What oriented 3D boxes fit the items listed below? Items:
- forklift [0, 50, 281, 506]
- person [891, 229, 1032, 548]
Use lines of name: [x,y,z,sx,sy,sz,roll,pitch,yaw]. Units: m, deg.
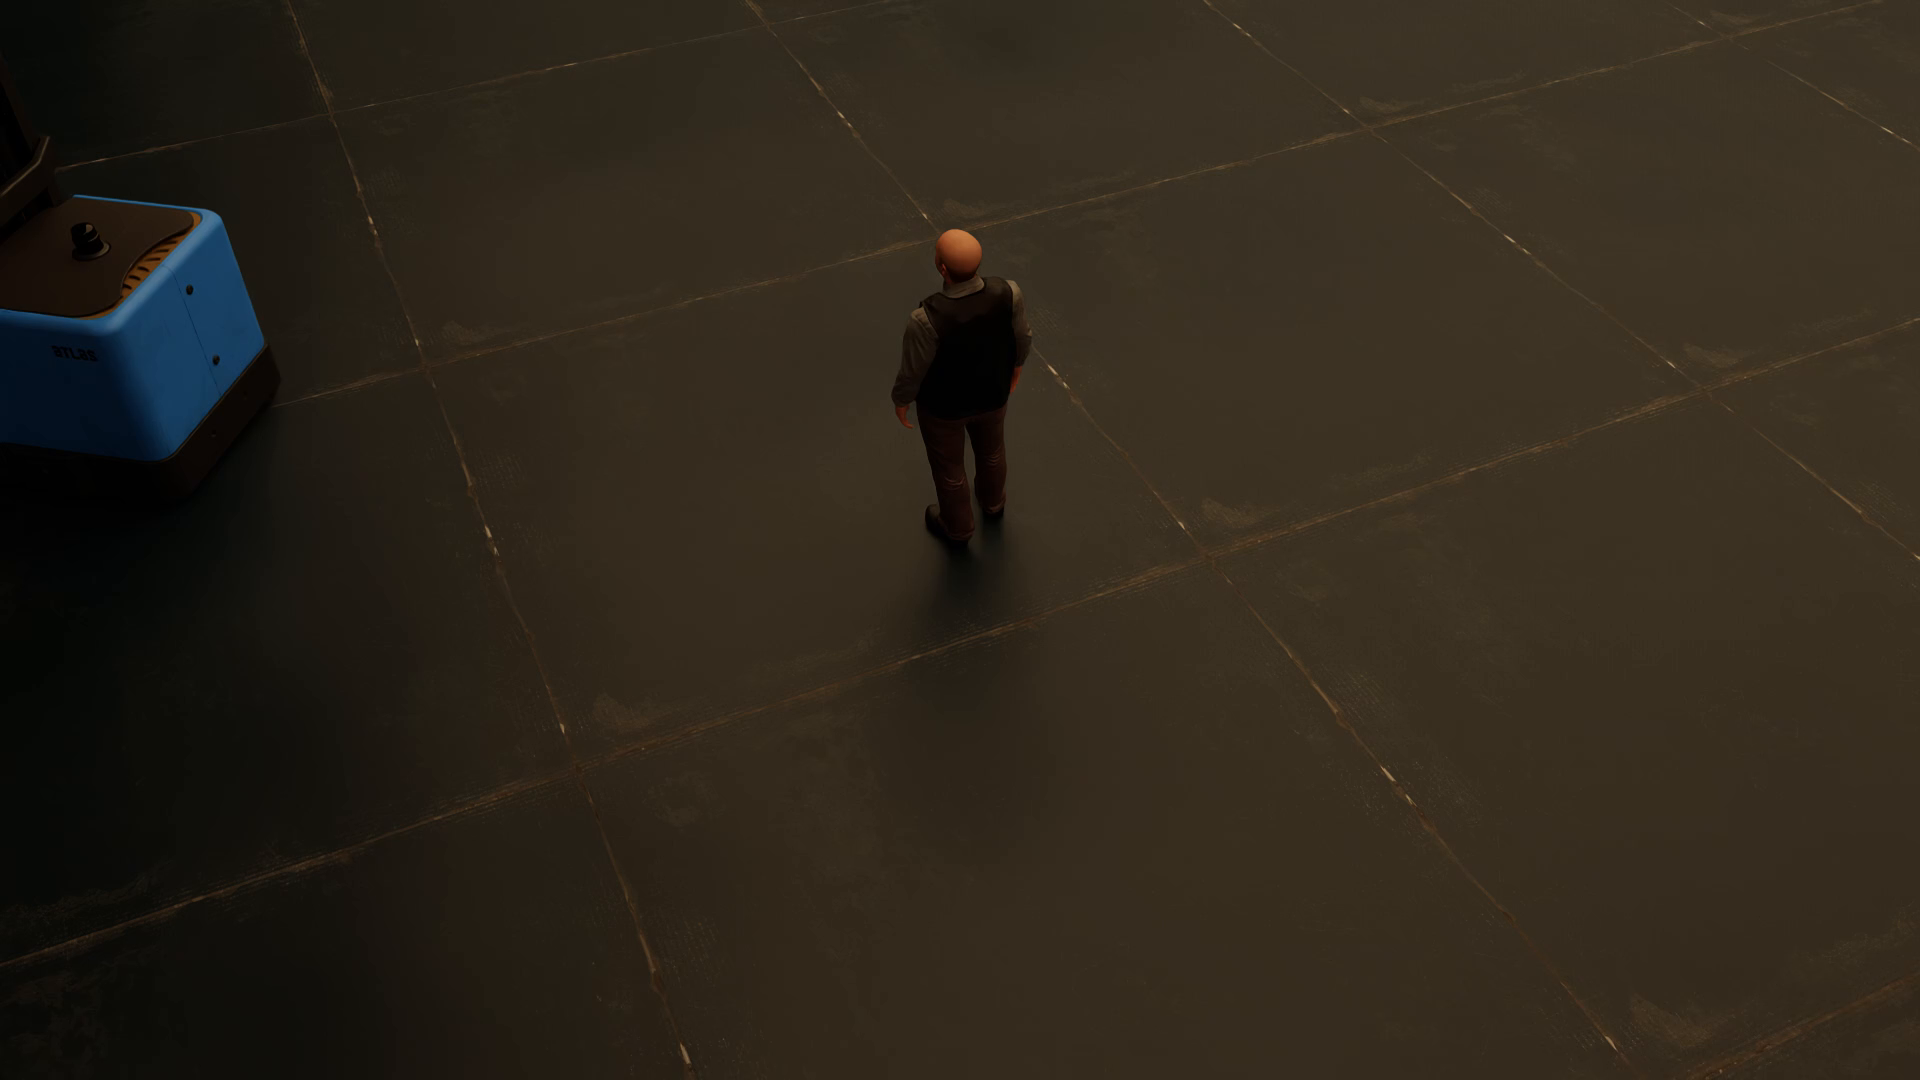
forklift: [-5.081,-1.737,7.542,3.031,2.935,1.130,8,44,8]
person: [-0.023,-0.680,7.285,0.633,1.722,0.551,-18,46,-18]
